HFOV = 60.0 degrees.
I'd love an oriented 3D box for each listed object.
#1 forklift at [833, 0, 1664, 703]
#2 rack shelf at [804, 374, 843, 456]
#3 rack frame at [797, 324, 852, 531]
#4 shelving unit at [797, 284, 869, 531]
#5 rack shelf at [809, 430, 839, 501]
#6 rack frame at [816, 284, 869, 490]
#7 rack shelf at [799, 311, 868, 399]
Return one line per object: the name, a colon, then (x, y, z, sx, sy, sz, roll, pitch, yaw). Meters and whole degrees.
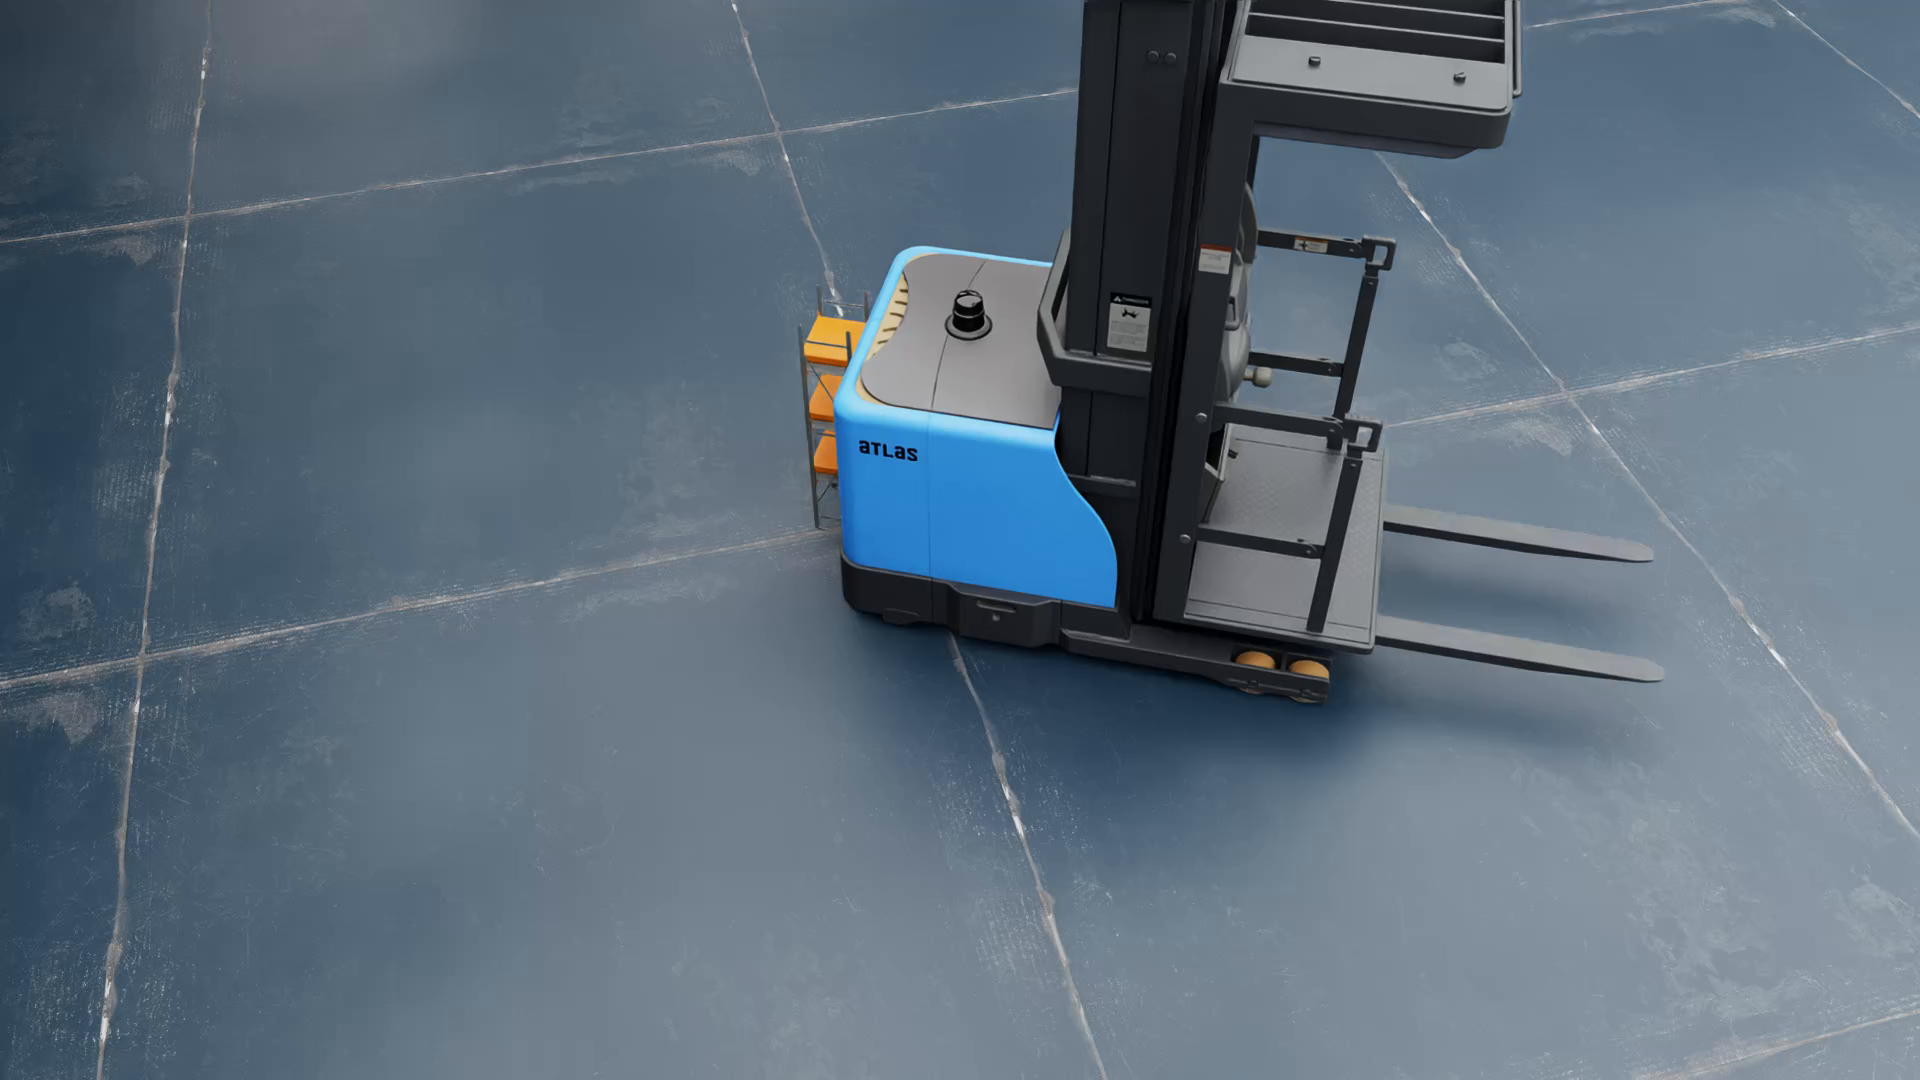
forklift: (1.118, -0.842, 5.523, 3.031, 2.935, 1.130, 9, 46, 9)
rack shelf: (-0.466, -0.478, 6.498, 0.215, 0.259, 0.240, 9, 46, 9)
rack frame: (-0.494, -0.400, 6.407, 0.200, 1.050, 0.008, 9, 46, 9)
shelving unit: (-0.466, -0.485, 6.490, 0.215, 1.050, 0.252, 9, 46, 9)
rack shelf: (-0.466, -0.283, 6.696, 0.215, 0.259, 0.240, 9, 46, 9)
rack frame: (-0.439, -0.570, 6.573, 0.200, 1.050, 0.008, 9, 46, 9)
rack shelf: (-0.467, -0.676, 6.295, 0.215, 0.259, 0.240, 9, 46, 9)
